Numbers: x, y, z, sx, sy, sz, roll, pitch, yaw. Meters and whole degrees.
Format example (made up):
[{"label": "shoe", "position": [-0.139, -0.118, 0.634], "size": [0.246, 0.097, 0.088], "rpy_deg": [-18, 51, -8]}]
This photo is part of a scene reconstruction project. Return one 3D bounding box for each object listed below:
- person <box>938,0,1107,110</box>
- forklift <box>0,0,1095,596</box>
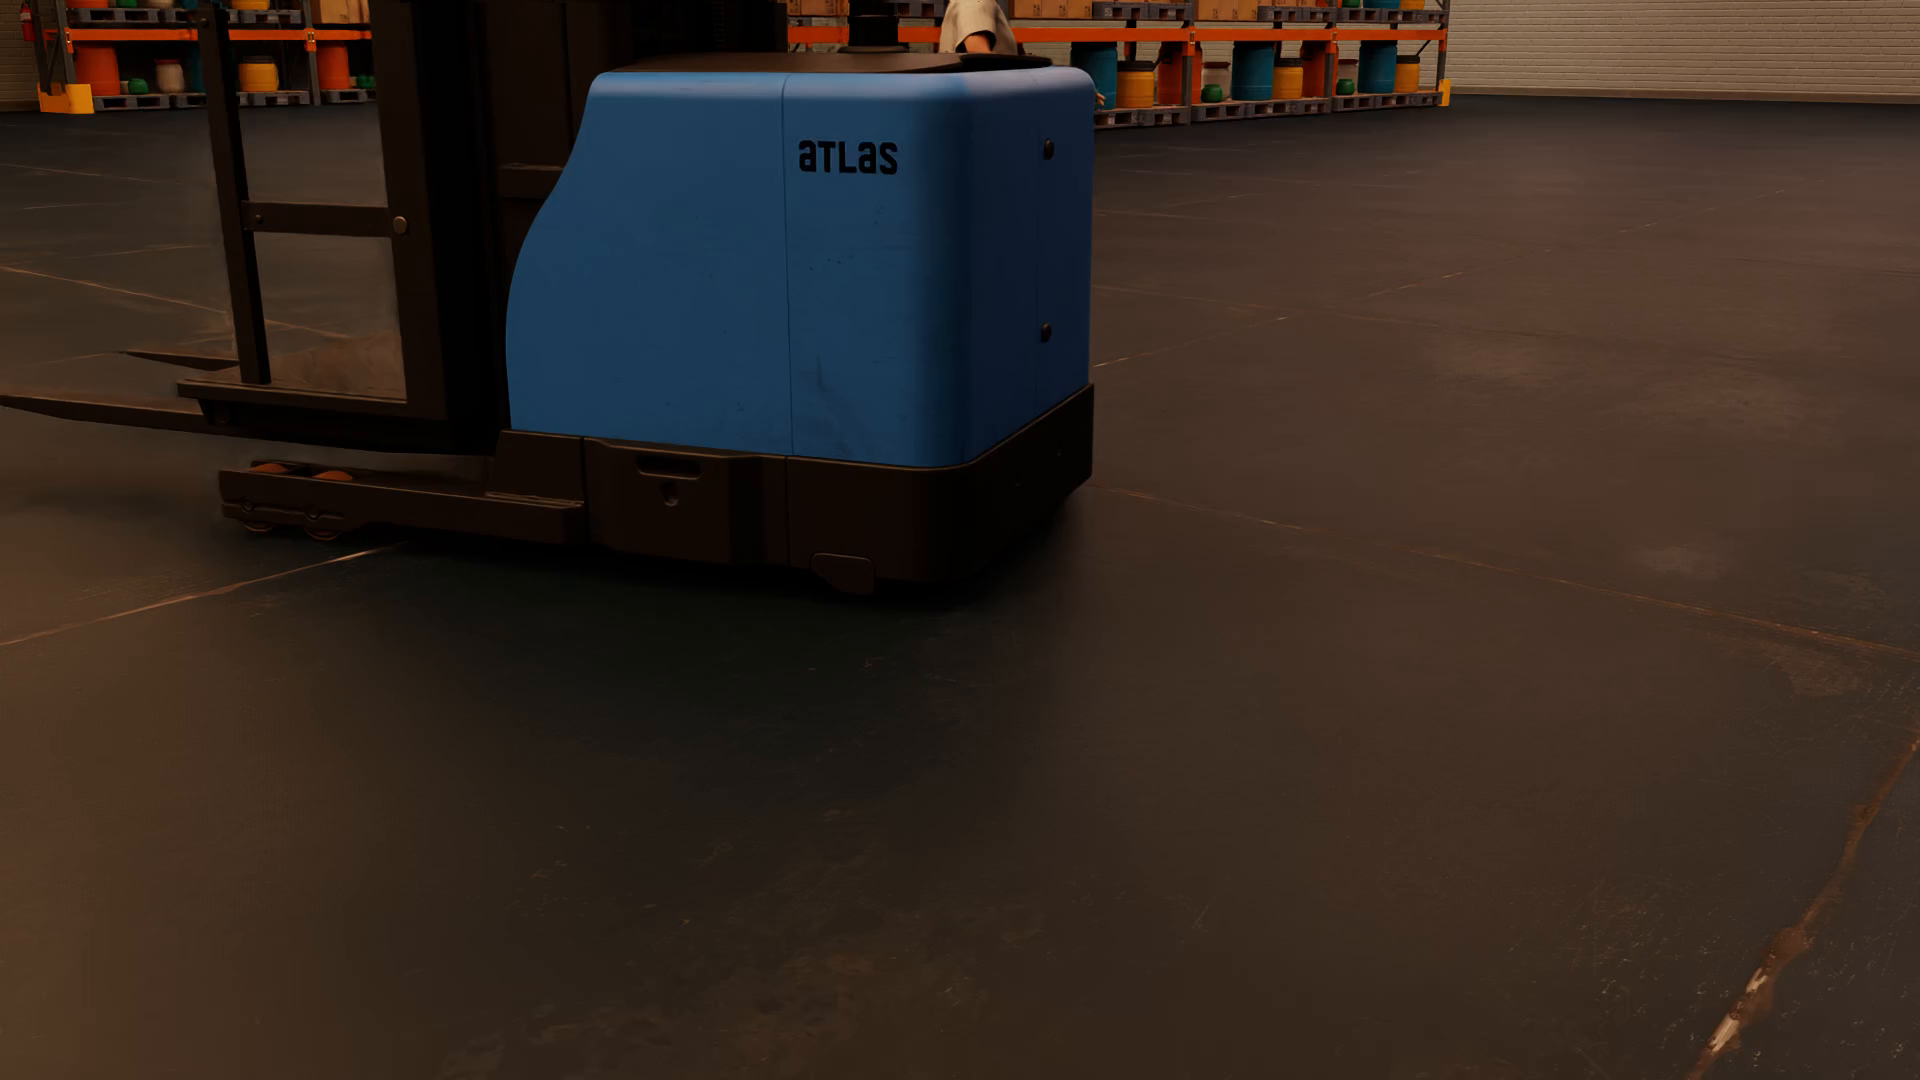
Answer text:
[{"label": "person", "position": [0.185, -1.321, 5.667], "size": [0.806, 1.542, 0.774], "rpy_deg": [-6, 18, -19]}, {"label": "forklift", "position": [-1.235, -1.535, 3.951], "size": [3.031, 2.935, 1.130], "rpy_deg": [6, 18, 20]}]
